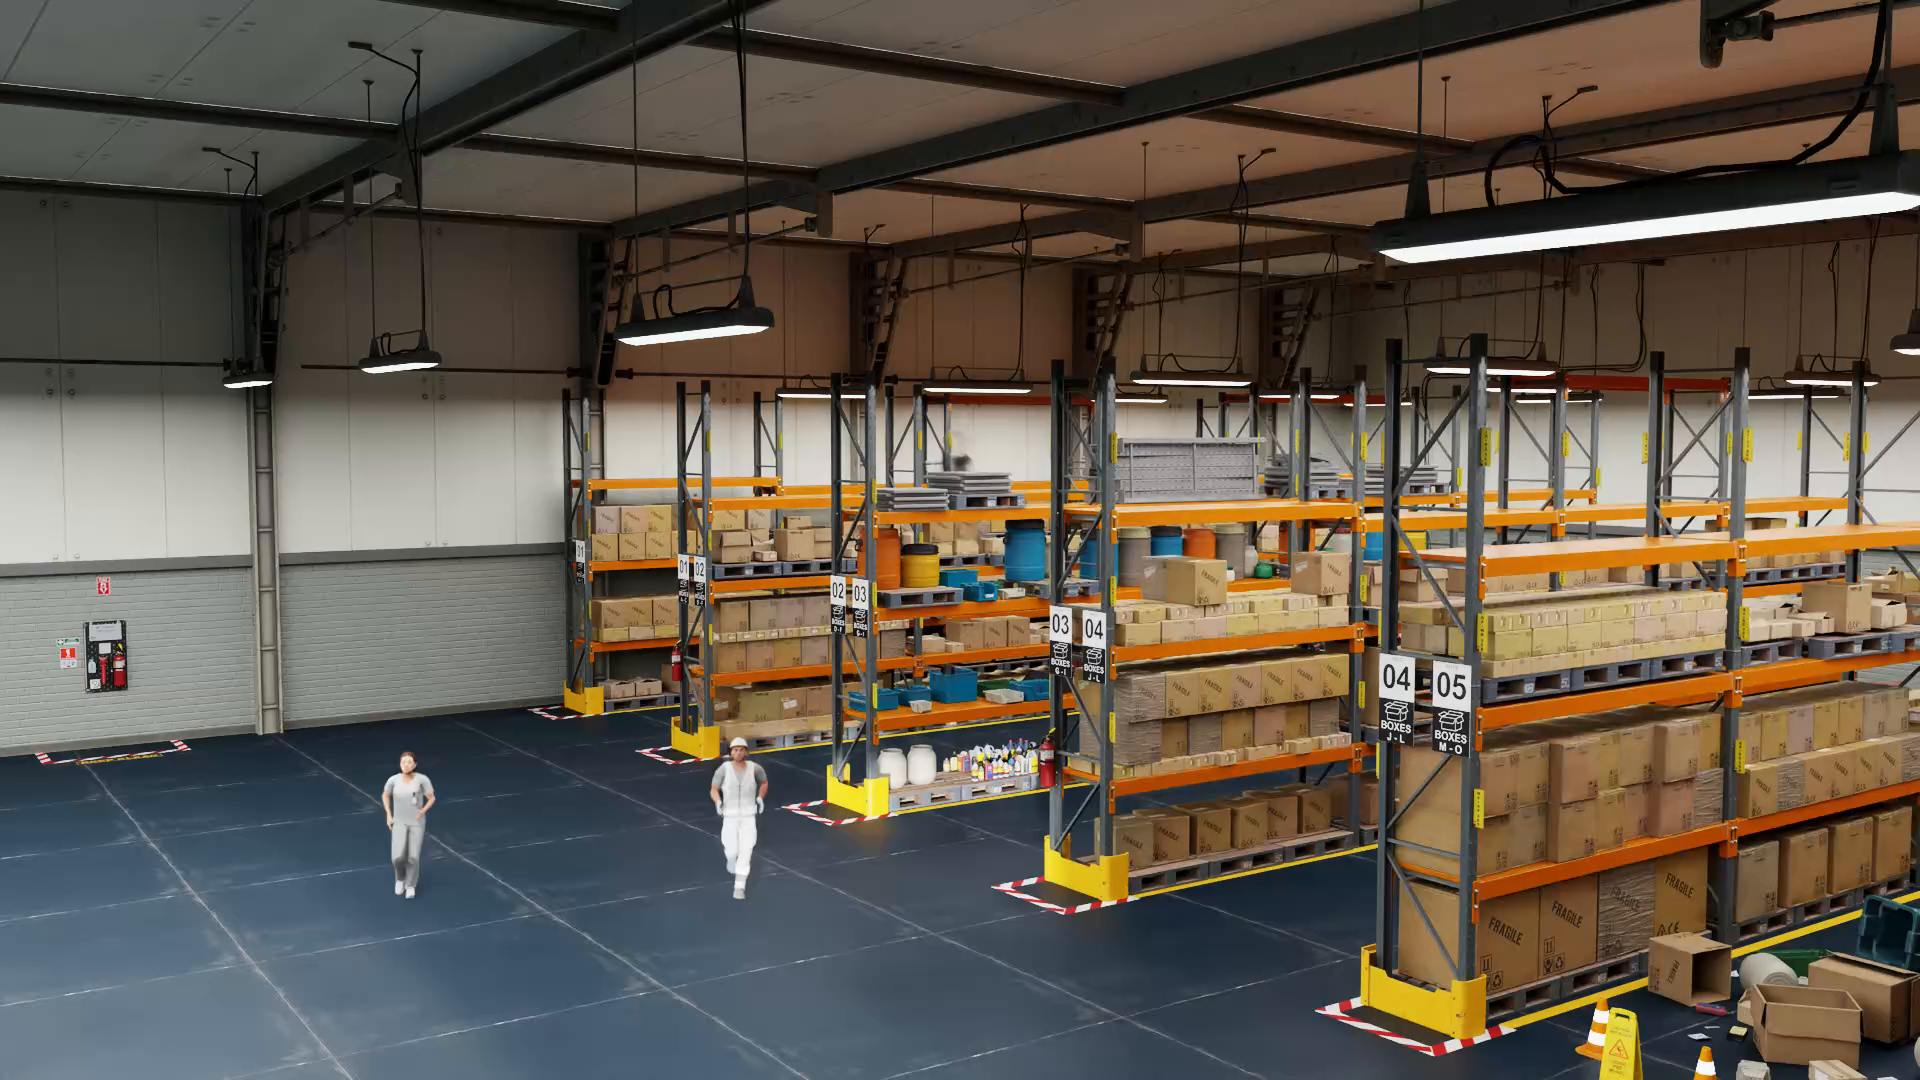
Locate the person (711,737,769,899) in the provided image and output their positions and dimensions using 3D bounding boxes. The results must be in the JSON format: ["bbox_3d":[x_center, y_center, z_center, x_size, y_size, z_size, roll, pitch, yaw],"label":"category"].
[{"bbox_3d":[-2.468,3.087,18.682,0.653,1.758,0.818,-1,4,-10],"label":"person"}]

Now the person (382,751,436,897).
[{"bbox_3d":[-6.107,3.158,18.425,0.573,1.637,0.569,-1,4,-14],"label":"person"}]
